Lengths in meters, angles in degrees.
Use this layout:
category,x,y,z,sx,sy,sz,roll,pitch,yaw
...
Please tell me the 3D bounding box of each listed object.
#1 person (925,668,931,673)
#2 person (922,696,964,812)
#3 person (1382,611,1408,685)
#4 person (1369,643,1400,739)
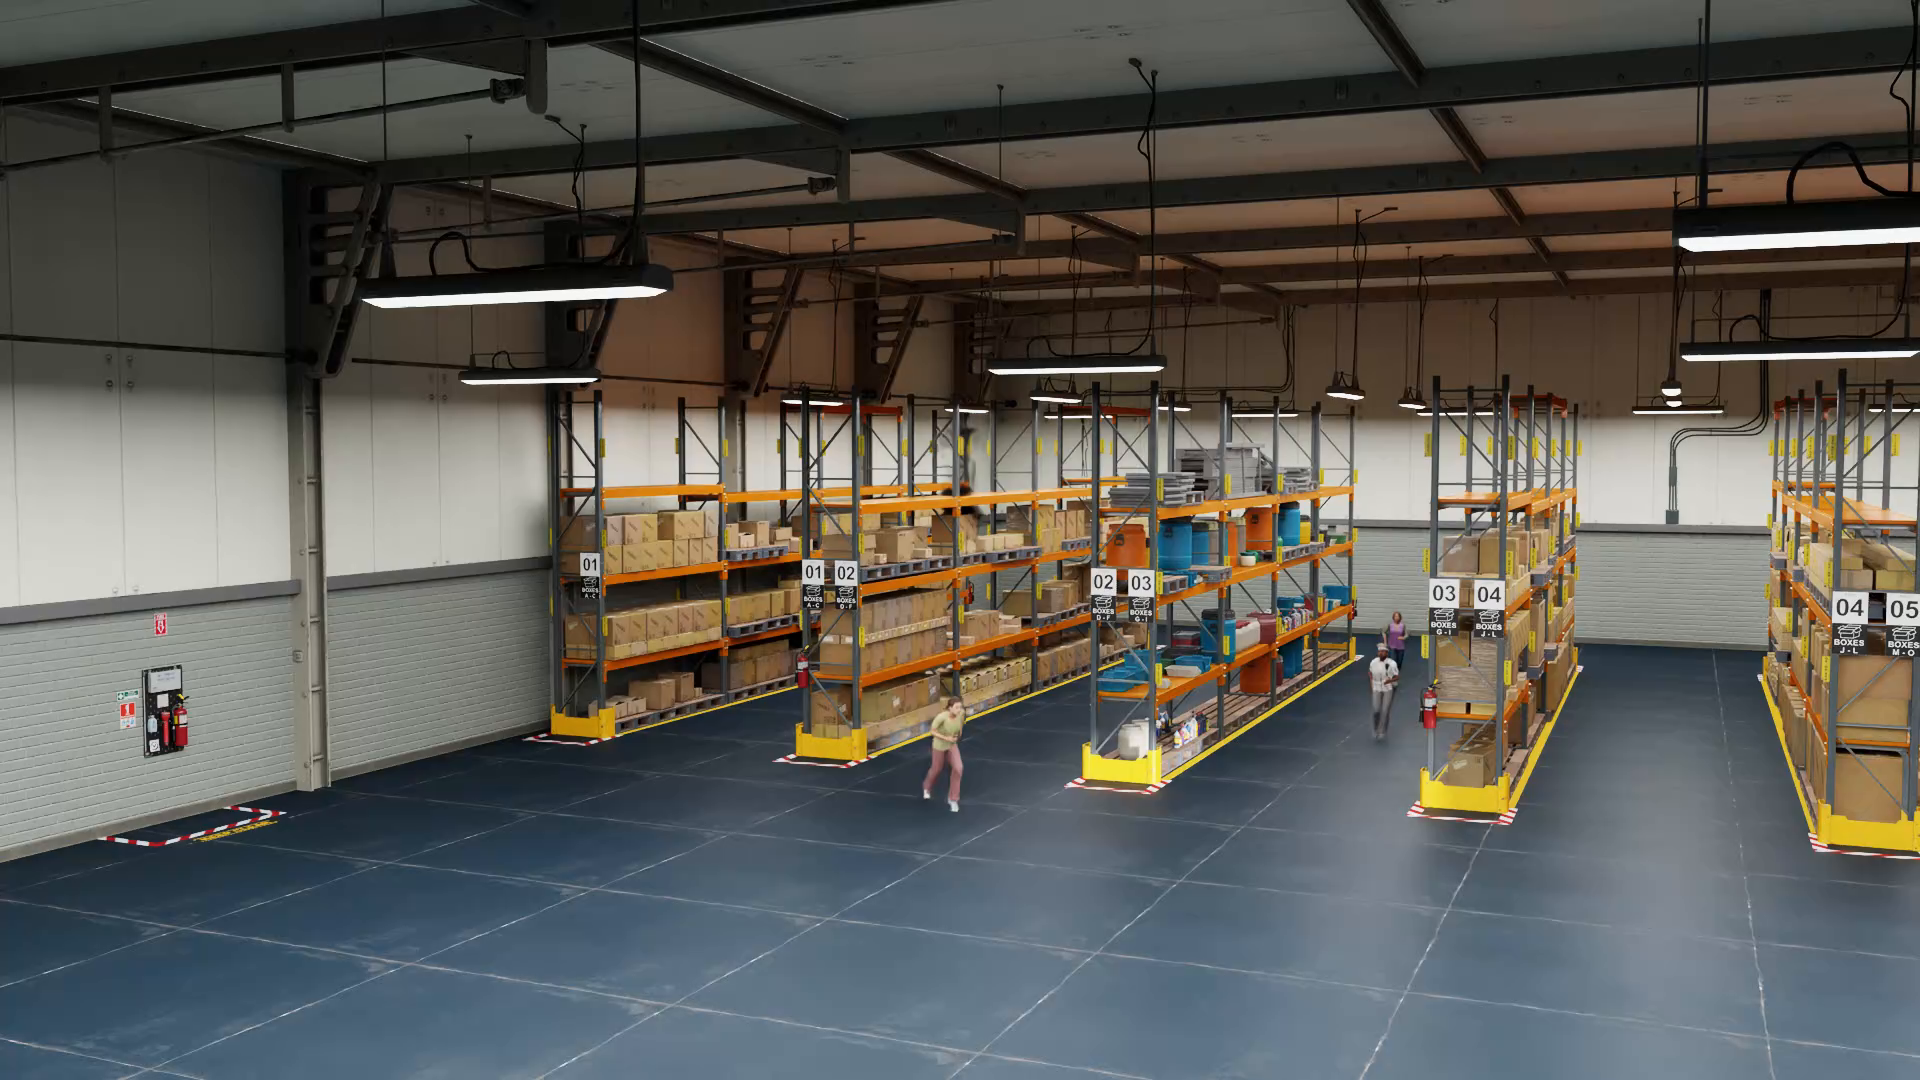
category,x,y,z,sx,sy,sz,roll,pitch,yaw
person,-0.827,2.282,34.229,0.665,1.688,0.603,2,4,29
person,-0.245,2.908,23.239,0.619,1.541,0.954,-2,4,-33
person,9.100,2.292,34.738,0.505,1.569,0.662,0,3,6
person,7.228,2.593,28.429,0.554,1.679,0.632,1,3,23
